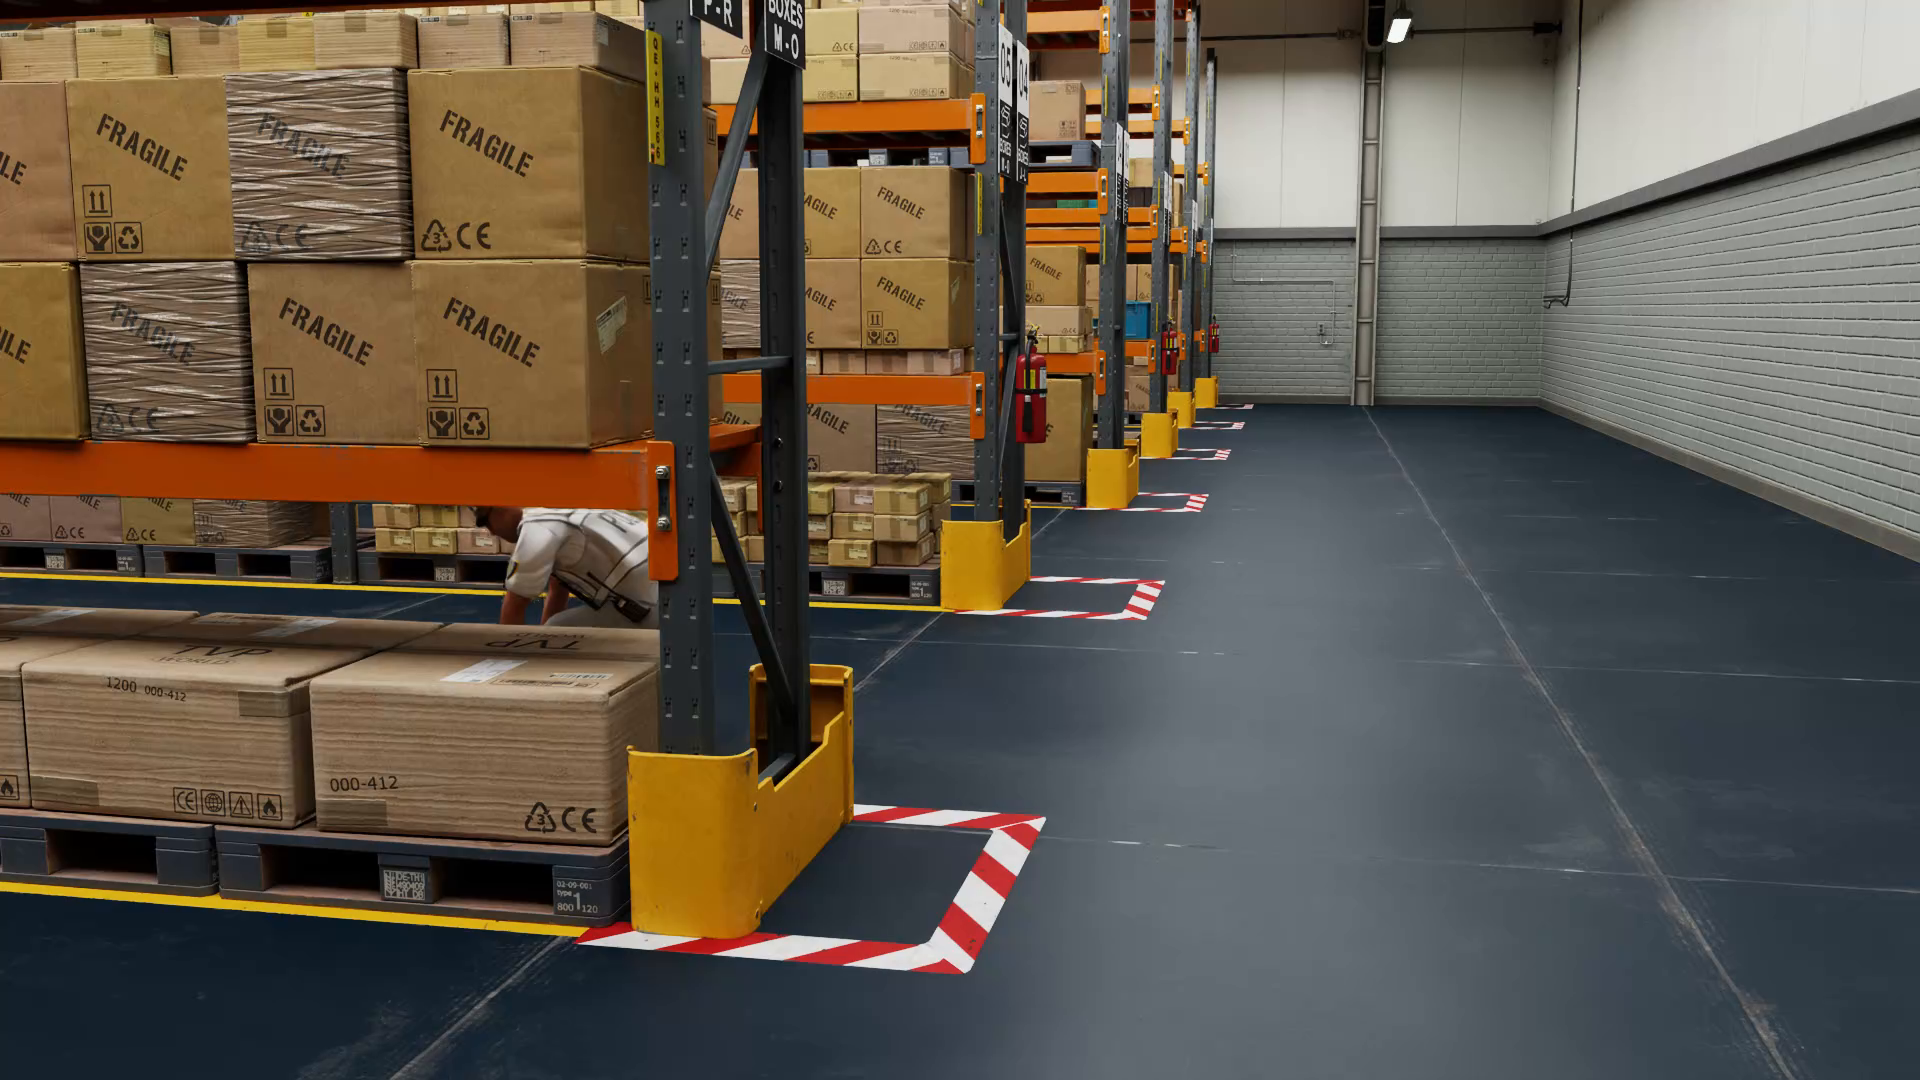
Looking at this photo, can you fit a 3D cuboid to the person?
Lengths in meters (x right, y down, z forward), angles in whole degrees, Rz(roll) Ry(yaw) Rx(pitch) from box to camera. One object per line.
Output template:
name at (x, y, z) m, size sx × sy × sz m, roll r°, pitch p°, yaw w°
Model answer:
person at (-1.464, 0.253, 6.441) m, size 0.934 × 1.075 × 0.571 m, roll 2°, pitch 8°, yaw 11°
